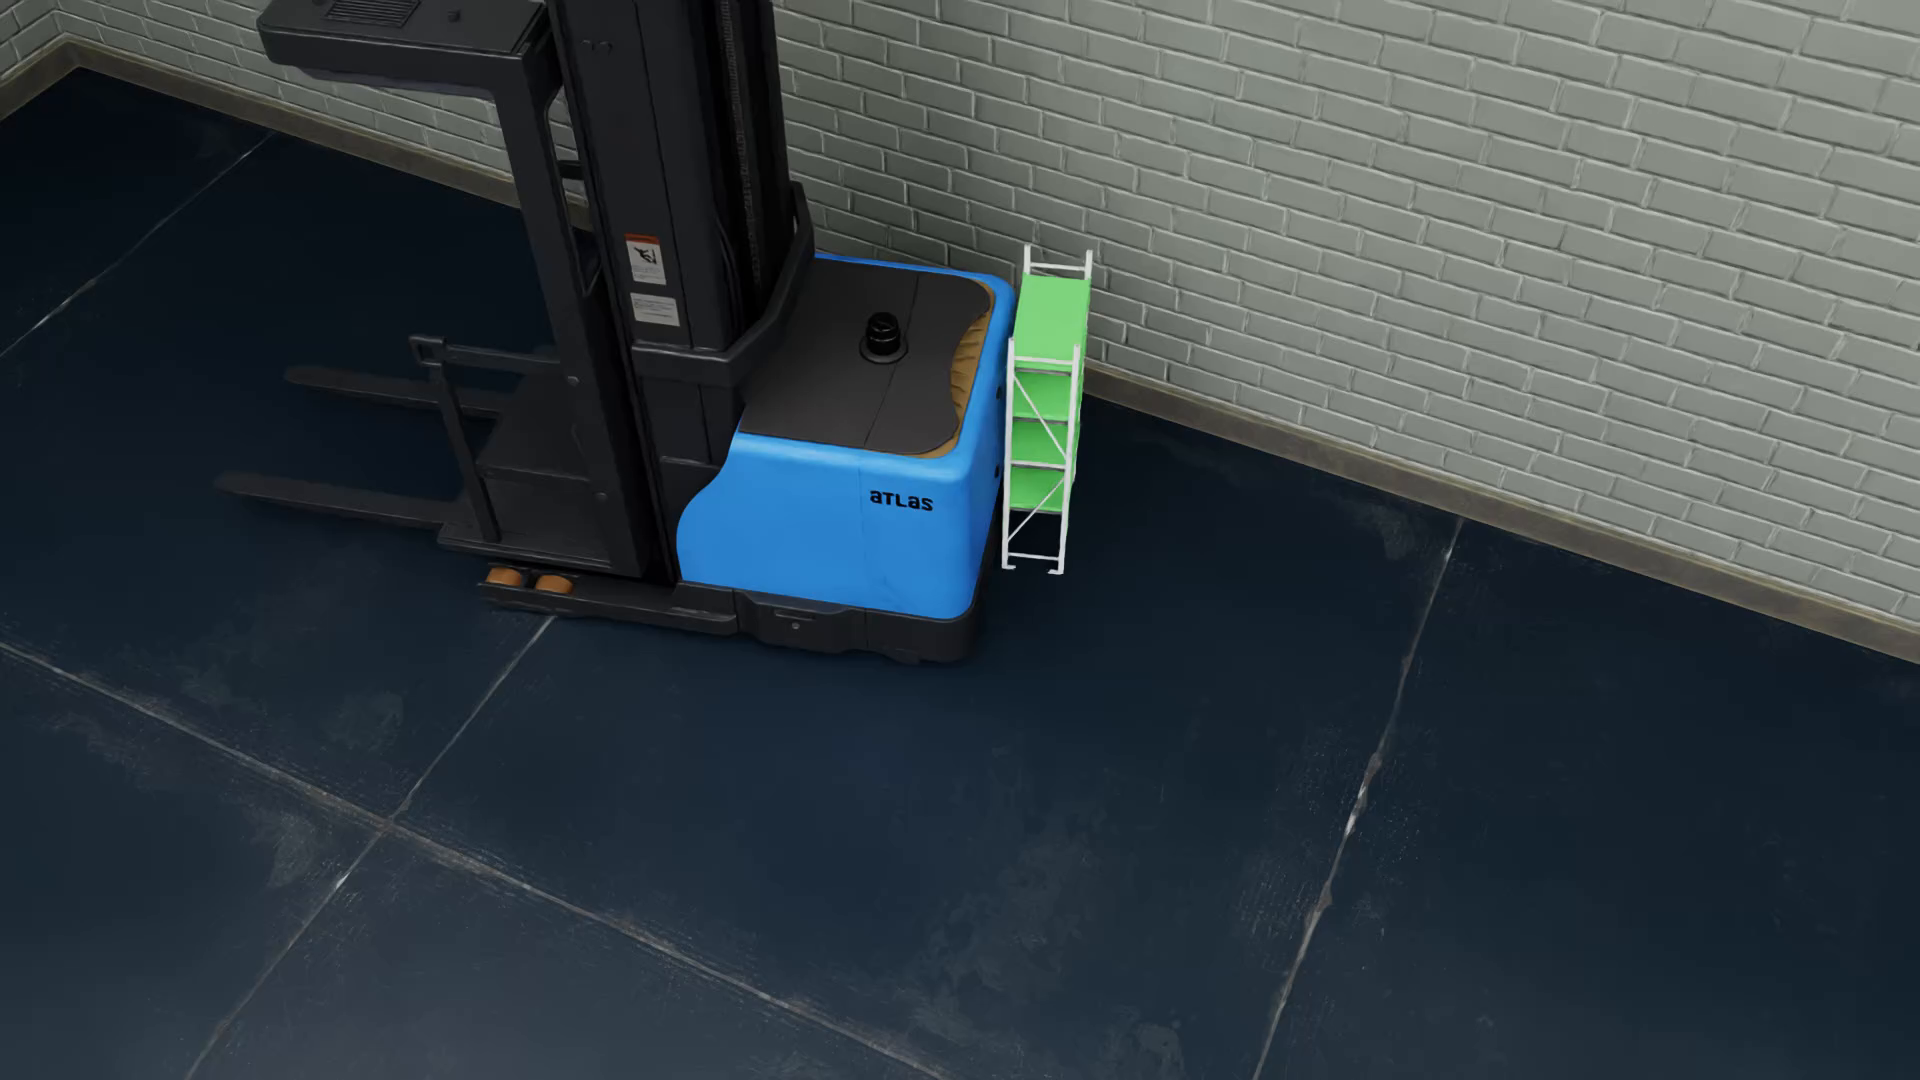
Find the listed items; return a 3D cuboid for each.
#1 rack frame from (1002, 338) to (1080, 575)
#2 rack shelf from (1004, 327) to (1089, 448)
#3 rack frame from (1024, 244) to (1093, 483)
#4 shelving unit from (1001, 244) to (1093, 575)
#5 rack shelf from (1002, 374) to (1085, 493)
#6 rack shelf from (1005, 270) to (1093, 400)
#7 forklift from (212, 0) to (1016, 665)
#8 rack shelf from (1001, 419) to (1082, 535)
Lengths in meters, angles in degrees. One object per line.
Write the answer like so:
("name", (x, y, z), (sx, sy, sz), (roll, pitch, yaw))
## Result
("rack frame", (0.282, -0.271, 6.008), (0.240, 1.200, 0.015), (6, 50, 5))
("rack shelf", (0.315, -0.570, 6.031), (0.258, 0.148, 0.480), (6, 50, 5))
("rack frame", (0.348, -0.640, 6.321), (0.240, 1.200, 0.015), (6, 50, 5))
("shelving unit", (0.315, -0.455, 6.165), (0.258, 1.200, 0.503), (6, 50, 5))
("rack shelf", (0.315, -0.414, 6.213), (0.258, 0.148, 0.480), (6, 50, 5))
("rack shelf", (0.315, -0.725, 5.848), (0.258, 0.148, 0.480), (6, 50, 5))
("forklift", (-1.356, -1.050, 5.534), (3.031, 2.935, 1.130), (8, 50, 7))
("rack shelf", (0.315, -0.258, 6.396), (0.258, 0.148, 0.480), (6, 50, 5))
